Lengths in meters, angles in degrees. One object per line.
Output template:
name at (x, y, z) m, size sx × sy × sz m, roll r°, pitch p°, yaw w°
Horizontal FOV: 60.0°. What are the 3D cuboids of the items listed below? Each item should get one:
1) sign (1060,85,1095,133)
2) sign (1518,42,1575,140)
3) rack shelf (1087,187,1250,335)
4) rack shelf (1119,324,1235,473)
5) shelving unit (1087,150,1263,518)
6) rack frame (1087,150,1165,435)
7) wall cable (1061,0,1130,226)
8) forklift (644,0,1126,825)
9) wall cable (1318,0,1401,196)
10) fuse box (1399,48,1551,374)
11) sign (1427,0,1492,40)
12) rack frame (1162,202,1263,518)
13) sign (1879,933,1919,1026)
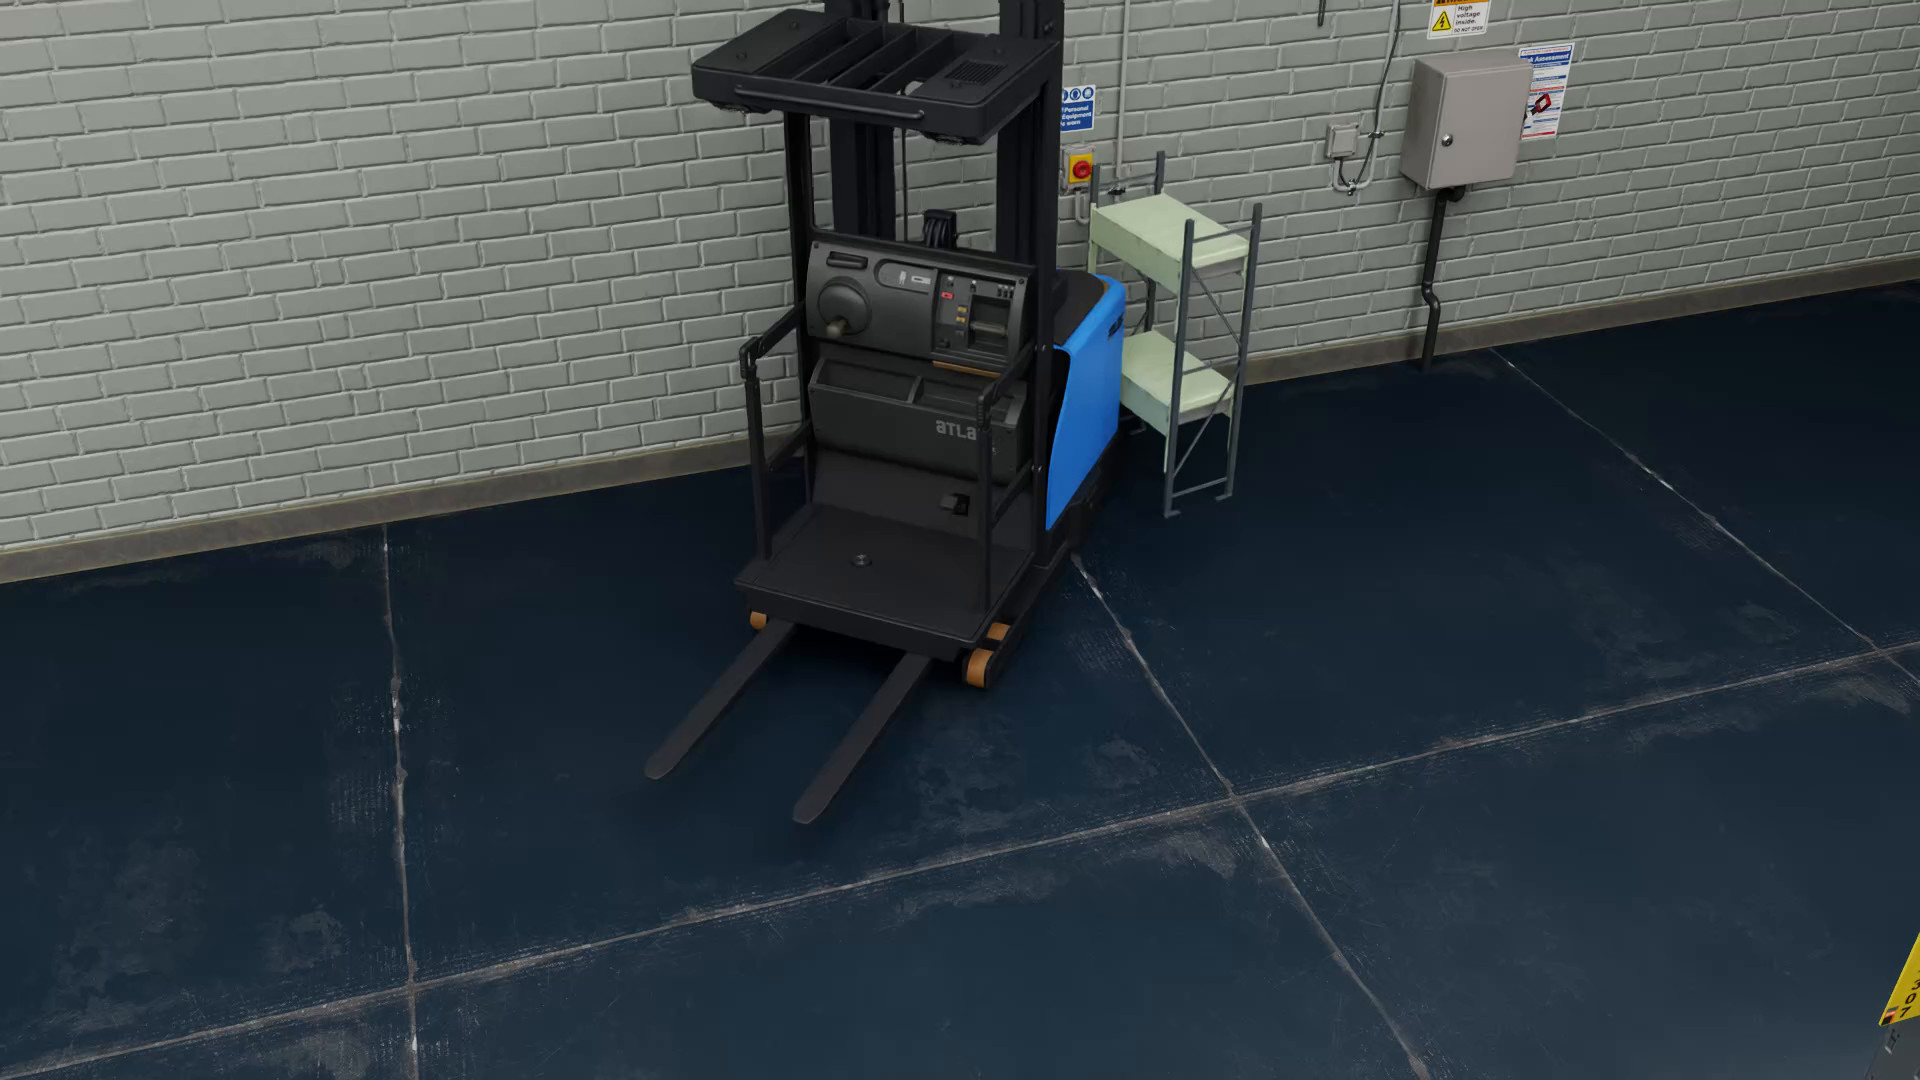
sign at (0.483, -2.028, 7.854) m, size 0.327 × 0.218 × 0.001 m, roll -10°, pitch 35°, yaw -15°
sign at (3.000, -2.320, 8.627) m, size 0.329 × 0.494 × 0.001 m, roll -10°, pitch 35°, yaw -15°
rack shelf at (0.962, -1.292, 7.637) m, size 0.431 × 0.370 × 0.720 m, roll -17°, pitch 37°, yaw -24°
rack shelf at (0.962, -0.694, 8.032) m, size 0.431 × 0.370 × 0.720 m, roll -17°, pitch 37°, yaw -24°
shelving unit at (0.962, -0.966, 7.852) m, size 0.431 × 1.500 × 0.755 m, roll -17°, pitch 37°, yaw -24°
rack frame at (0.782, -1.142, 8.118) m, size 0.400 × 1.500 × 0.023 m, roll -17°, pitch 37°, yaw -24°
wall cable at (0.547, -2.328, 7.603) m, size 0.585 × 1.953 × 0.123 m, roll -10°, pitch 35°, yaw -15°
forklift at (-0.260, -0.880, 6.423) m, size 1.130 × 2.935 × 3.031 m, roll 13°, pitch 36°, yaw 19°
wall cable at (1.895, -2.560, 7.982) m, size 0.588 × 1.984 × 0.122 m, roll -10°, pitch 35°, yaw -15°
fuse box at (2.592, -1.631, 8.666) m, size 0.539 × 1.711 × 0.414 m, roll -10°, pitch 35°, yaw -15°
sign at (2.477, -2.612, 8.233) m, size 0.339 × 0.242 × 0.001 m, roll -10°, pitch 35°, yaw -15°
rack frame at (1.142, -0.791, 7.586) m, size 0.400 × 1.500 × 0.023 m, roll -17°, pitch 37°, yaw -24°
sign at (1.759, 0.761, 3.020) m, size 0.100 × 0.325 × 0.005 m, roll -10°, pitch 35°, yaw -15°
